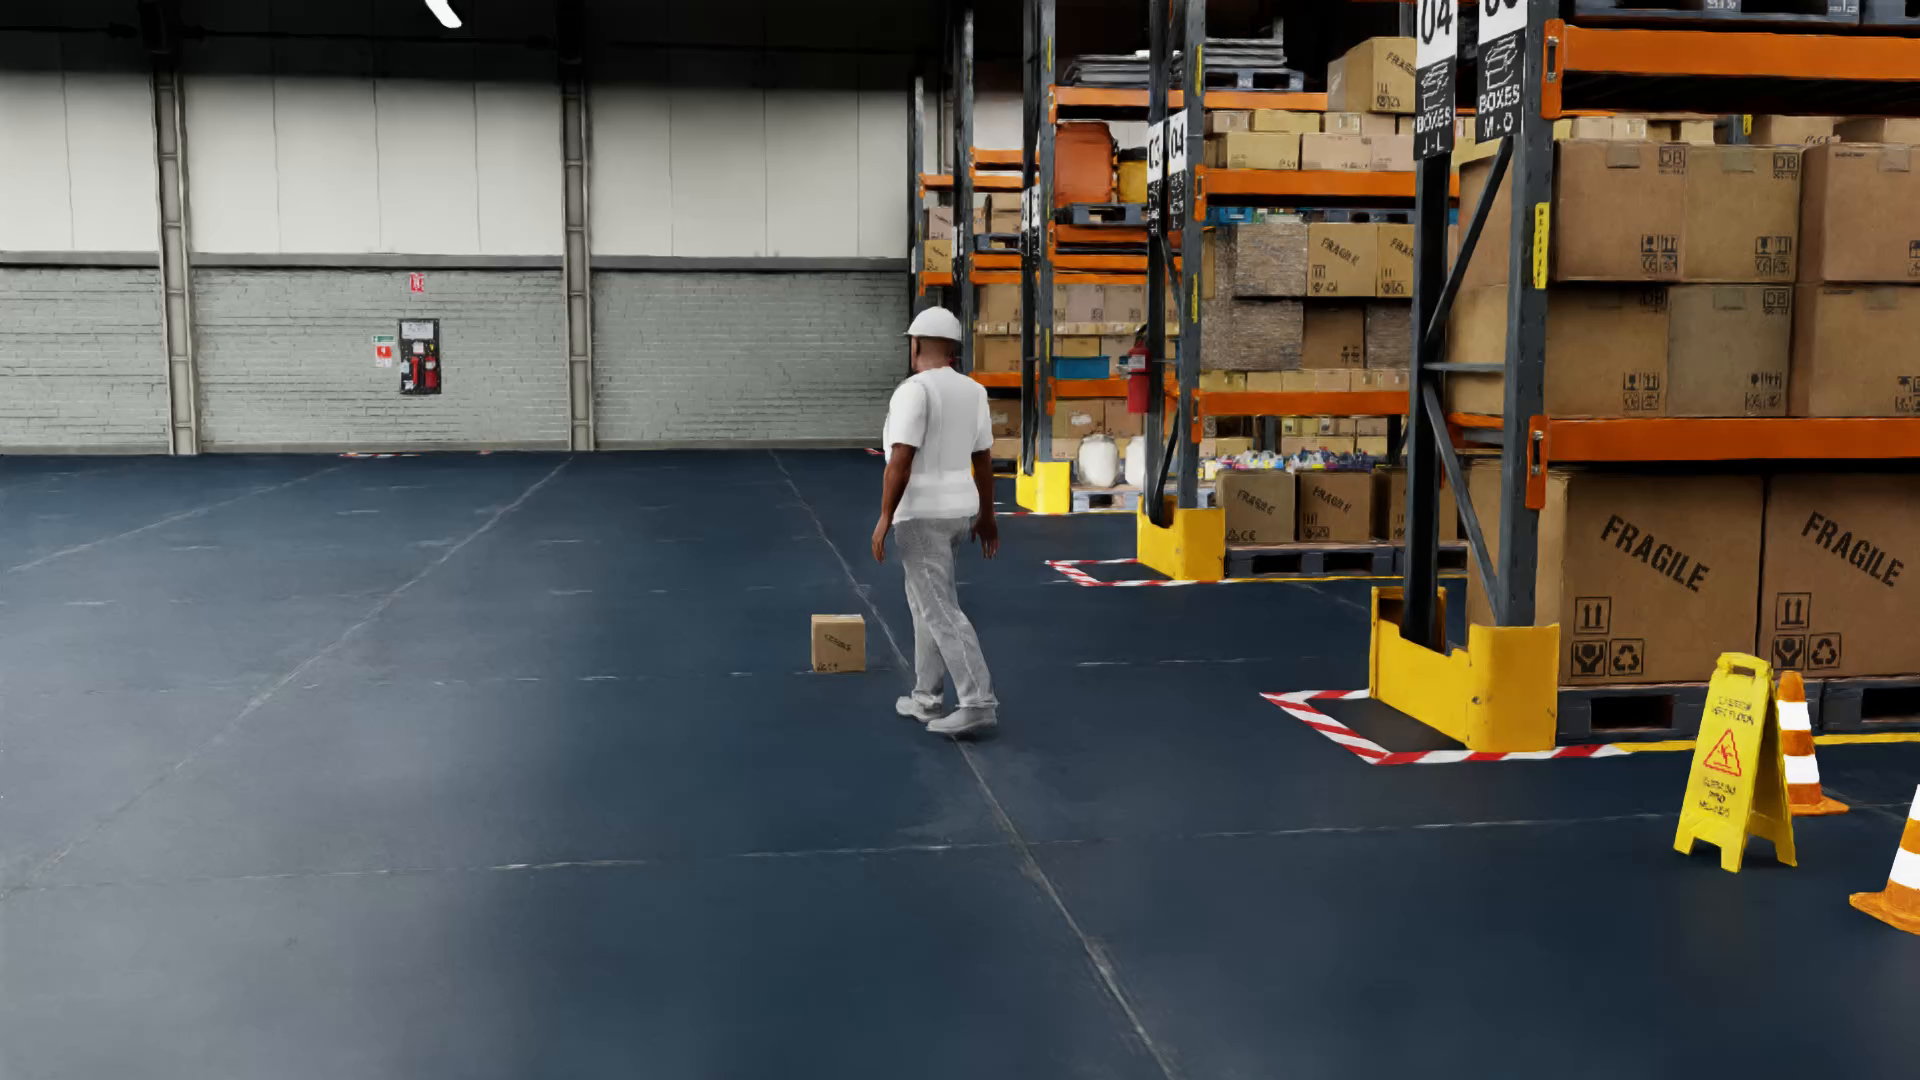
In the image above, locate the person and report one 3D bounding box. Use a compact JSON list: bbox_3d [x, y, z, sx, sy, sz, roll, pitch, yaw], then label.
[{"bbox_3d":[-0.073,-0.093,6.959,0.630,1.754,0.655,4,8,33],"label":"person"}]
